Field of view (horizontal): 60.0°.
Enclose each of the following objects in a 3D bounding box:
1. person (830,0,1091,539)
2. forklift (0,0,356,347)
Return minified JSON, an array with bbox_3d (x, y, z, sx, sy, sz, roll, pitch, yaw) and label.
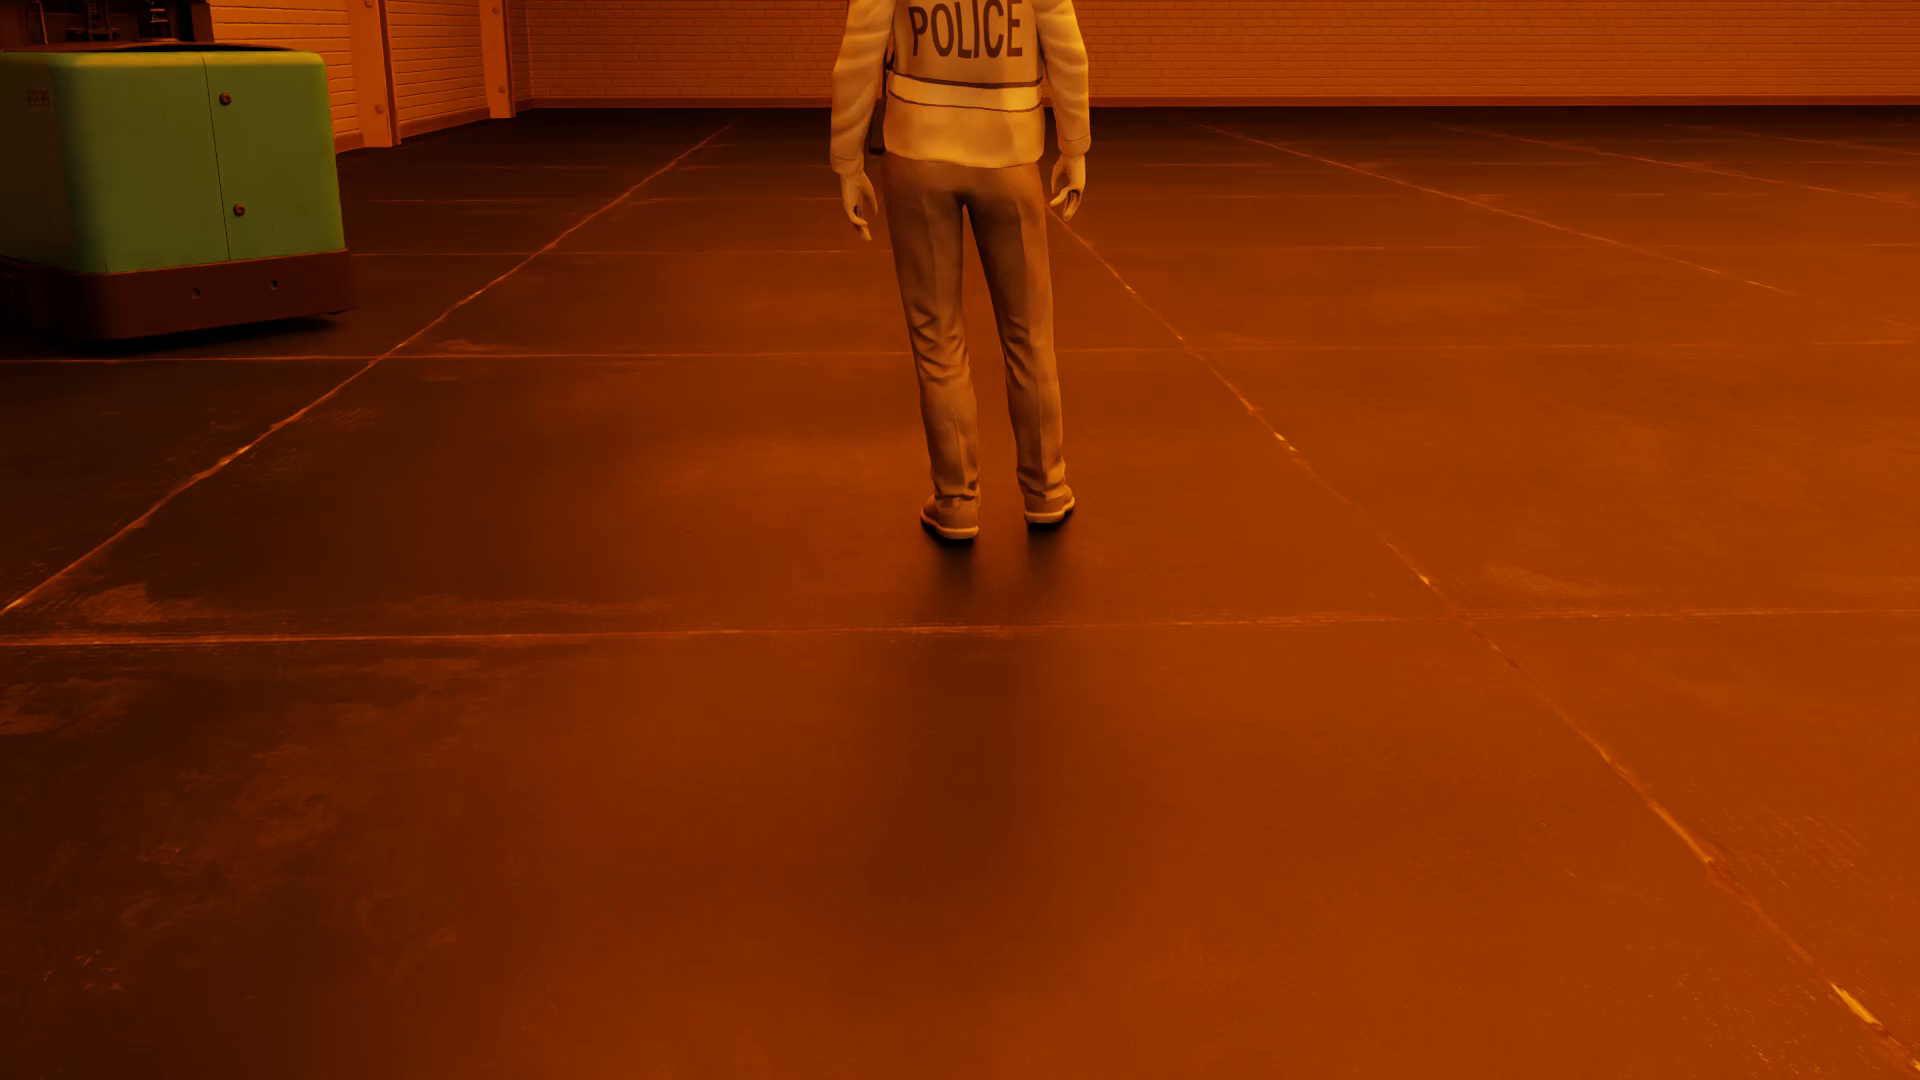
[{"bbox_3d":[0.003,-0.837,3.734,0.586,1.694,0.530,-1,17,-3],"label":"person"},{"bbox_3d":[-3.885,-2.454,6.931,3.031,2.935,1.130,15,22,40],"label":"forklift"}]
